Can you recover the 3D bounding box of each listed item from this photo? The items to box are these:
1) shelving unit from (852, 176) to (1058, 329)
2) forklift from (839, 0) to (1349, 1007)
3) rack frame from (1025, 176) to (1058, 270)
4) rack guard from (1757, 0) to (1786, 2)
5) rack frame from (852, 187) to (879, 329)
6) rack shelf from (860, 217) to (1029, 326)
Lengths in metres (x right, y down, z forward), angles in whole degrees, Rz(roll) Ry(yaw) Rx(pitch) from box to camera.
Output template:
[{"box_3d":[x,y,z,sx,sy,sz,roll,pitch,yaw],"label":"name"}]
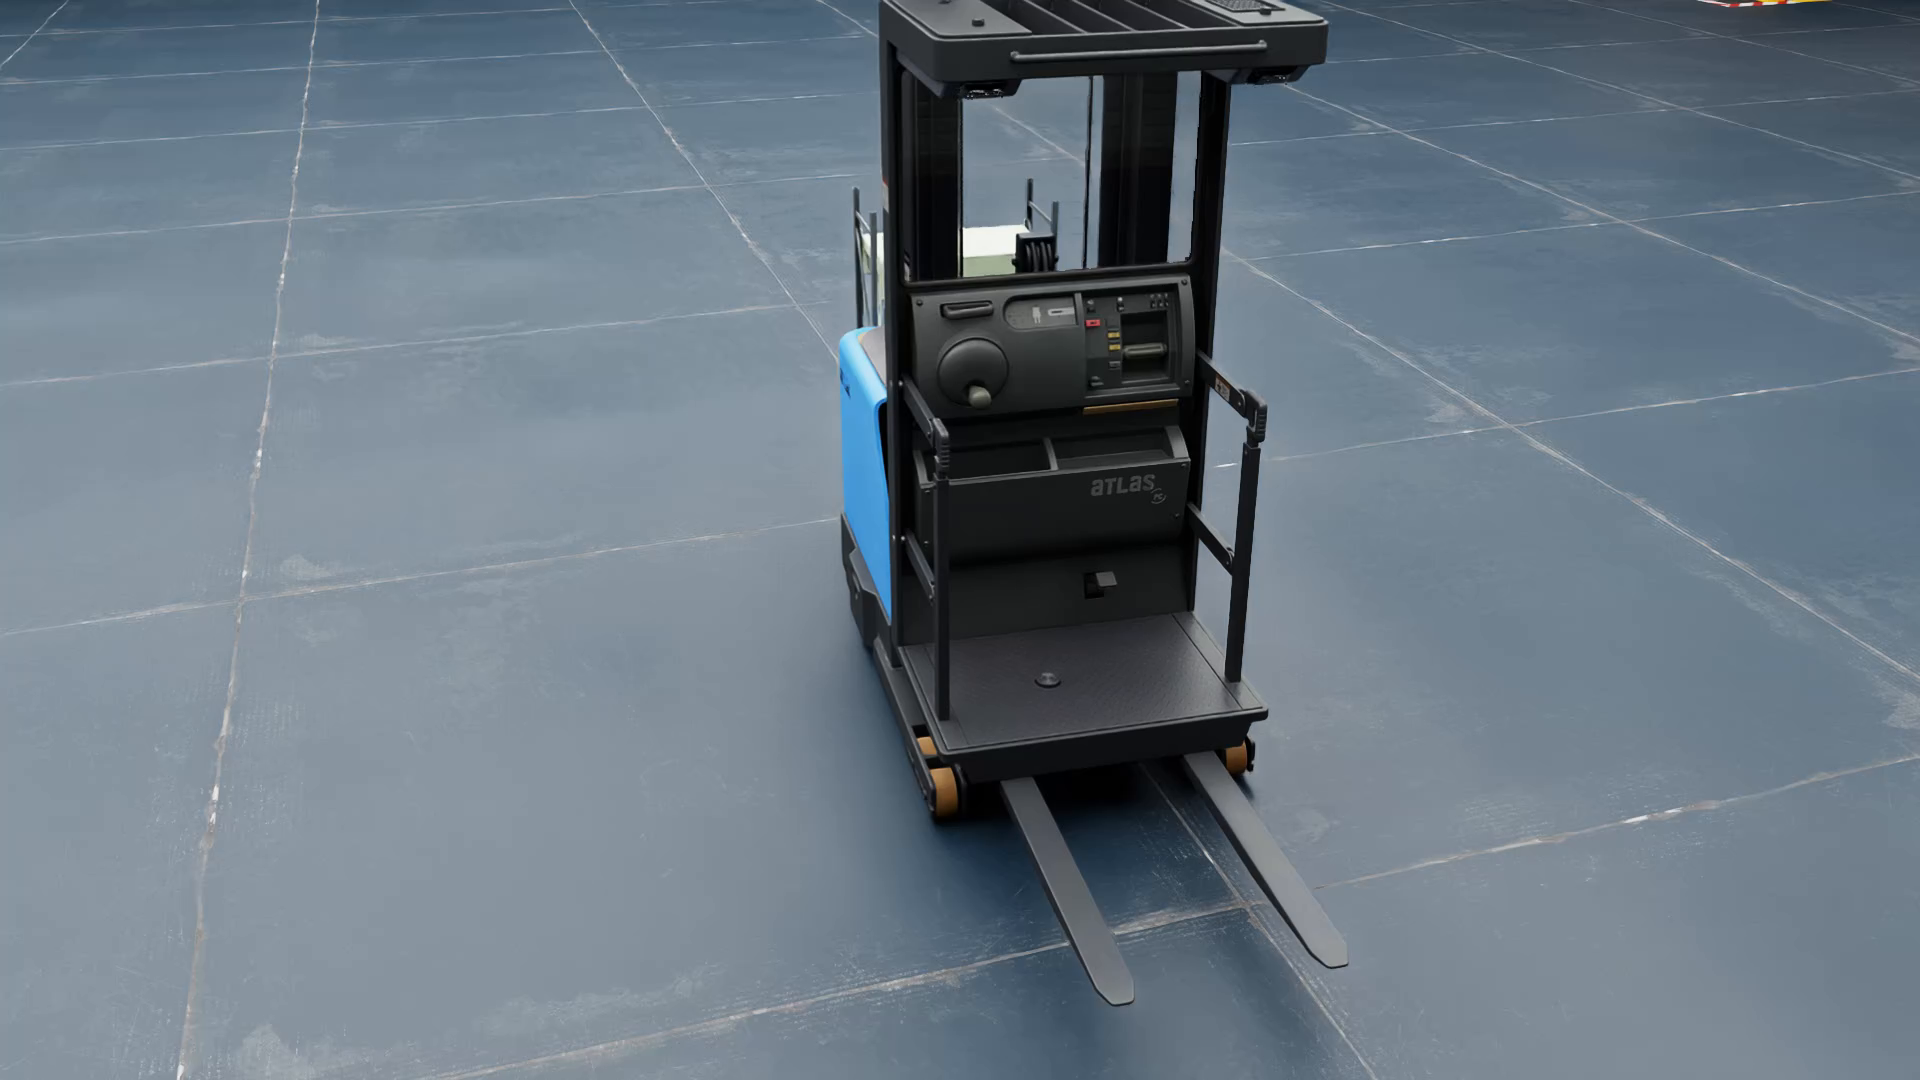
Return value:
[{"box_3d":[-0.025,-0.718,7.009,0.755,1.500,0.431,-6,27,-12],"label":"shelving unit"},{"box_3d":[0.360,-0.594,5.151,1.130,2.935,3.031,-6,27,-12],"label":"forklift"},{"box_3d":[0.331,-0.757,7.087,0.023,1.500,0.400,-6,27,-12],"label":"rack frame"},{"box_3d":[10.054,-7.214,21.219,0.348,0.500,1.175,-8,28,-16],"label":"rack guard"},{"box_3d":[-0.380,-0.679,6.931,0.023,1.500,0.400,-6,27,-12],"label":"rack frame"},{"box_3d":[-0.025,-1.068,6.836,0.720,0.370,0.431,-6,27,-12],"label":"rack shelf"}]
